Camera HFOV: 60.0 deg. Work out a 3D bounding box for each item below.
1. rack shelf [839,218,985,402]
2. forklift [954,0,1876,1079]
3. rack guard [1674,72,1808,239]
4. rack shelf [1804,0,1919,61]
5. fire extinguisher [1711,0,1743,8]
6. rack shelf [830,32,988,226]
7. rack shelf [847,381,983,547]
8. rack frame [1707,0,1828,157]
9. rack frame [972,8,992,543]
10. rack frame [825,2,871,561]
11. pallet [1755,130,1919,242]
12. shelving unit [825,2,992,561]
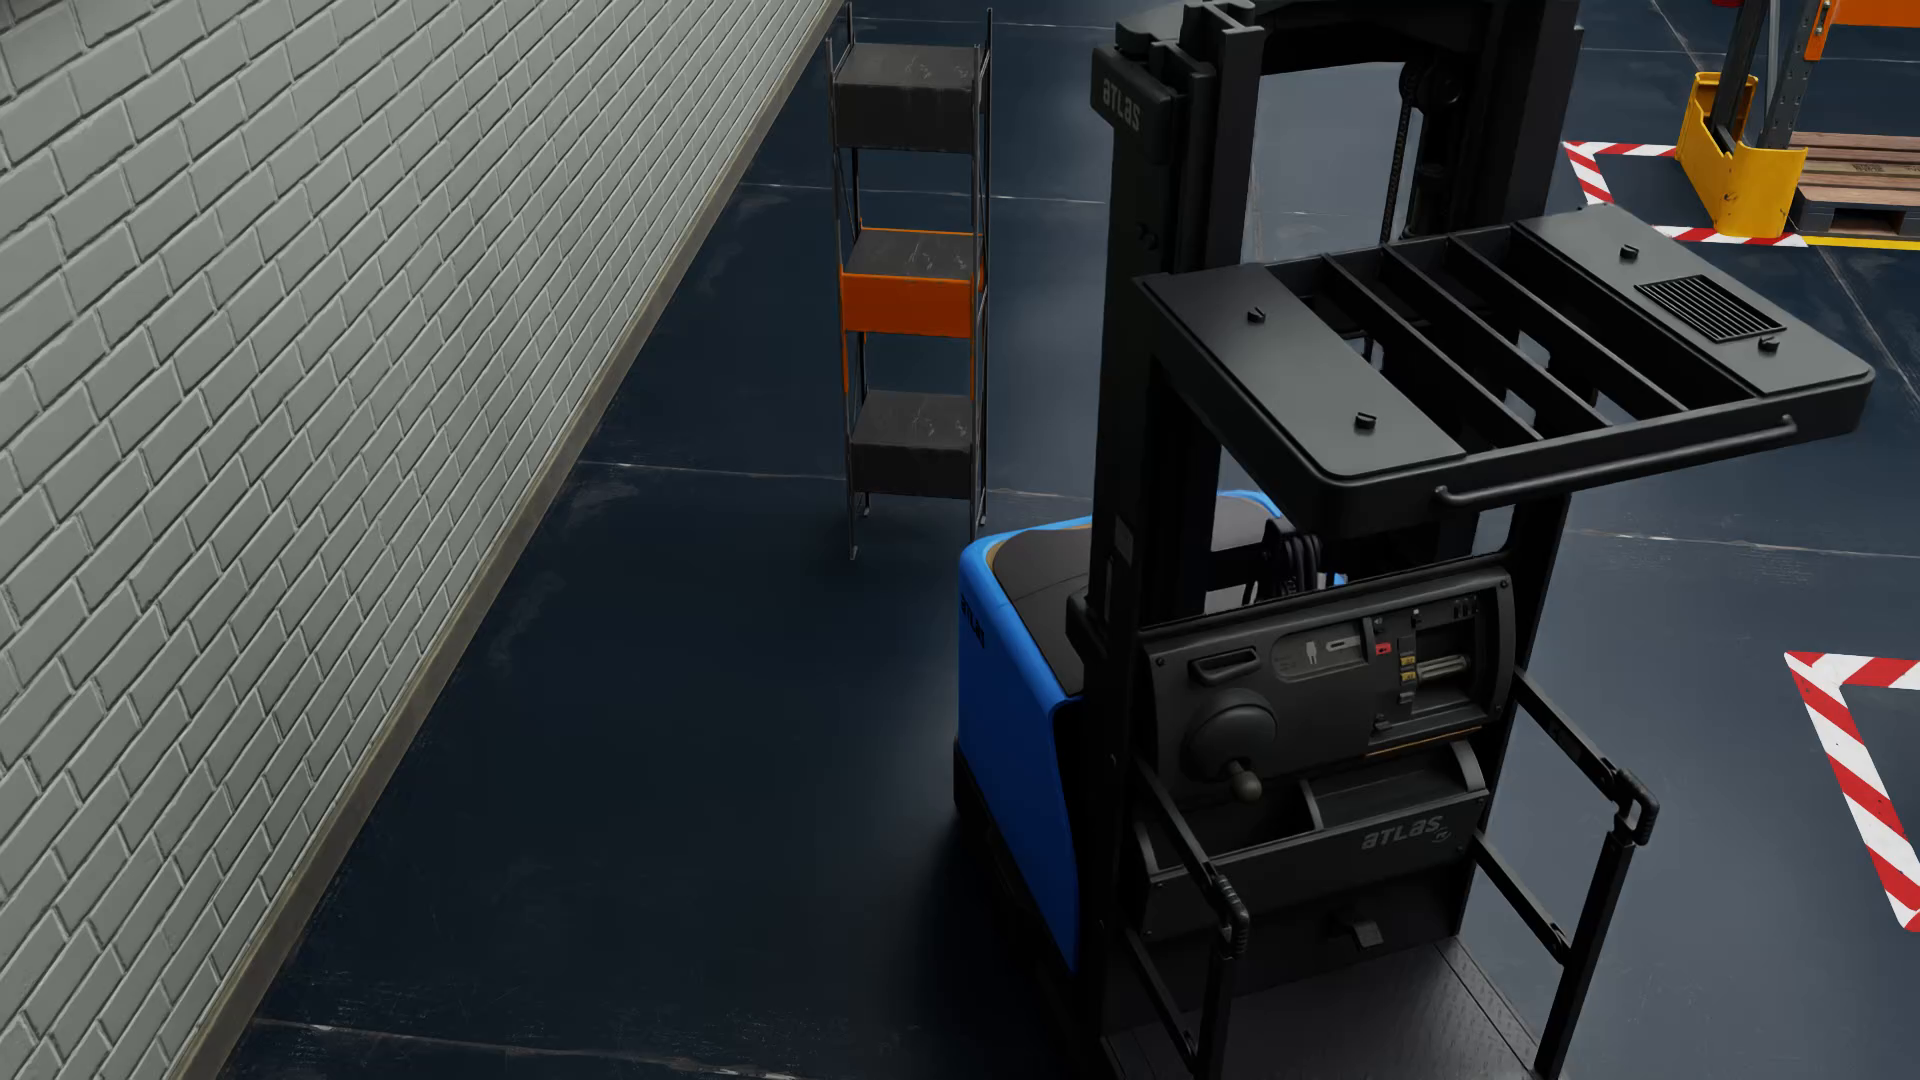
[{"bbox_3d":[-0.164,-0.856,6.165,0.480,0.518,0.431,4,36,6],"label":"rack shelf"},{"bbox_3d":[0.937,0.402,3.664,1.130,2.935,3.031,-11,37,-15],"label":"forklift"},{"bbox_3d":[4.385,-2.187,9.384,0.348,0.500,1.175,4,36,6],"label":"rack guard"},{"bbox_3d":[6.395,-2.770,8.668,4.000,0.370,1.077,4,36,6],"label":"rack shelf"},{"bbox_3d":[4.319,-3.300,9.179,0.183,0.674,0.296,4,36,6],"label":"fire extinguisher"},{"bbox_3d":[-0.164,-1.426,5.758,0.480,0.518,0.431,4,36,6],"label":"rack shelf"},{"bbox_3d":[-0.164,-0.286,6.572,0.480,0.518,0.431,4,36,6],"label":"rack shelf"},{"bbox_3d":[4.411,-3.210,8.666,0.127,3.000,1.000,4,36,6],"label":"rack frame"},{"bbox_3d":[0.078,-0.849,6.132,0.015,2.100,0.400,4,36,6],"label":"rack frame"},{"bbox_3d":[-0.406,-0.885,6.182,0.015,2.100,0.400,4,36,6],"label":"rack frame"},{"bbox_3d":[5.224,-1.992,9.359,1.213,0.211,1.003,4,36,6],"label":"pallet"},{"bbox_3d":[-0.164,-0.867,6.157,0.503,2.100,0.431,4,36,6],"label":"shelving unit"}]
